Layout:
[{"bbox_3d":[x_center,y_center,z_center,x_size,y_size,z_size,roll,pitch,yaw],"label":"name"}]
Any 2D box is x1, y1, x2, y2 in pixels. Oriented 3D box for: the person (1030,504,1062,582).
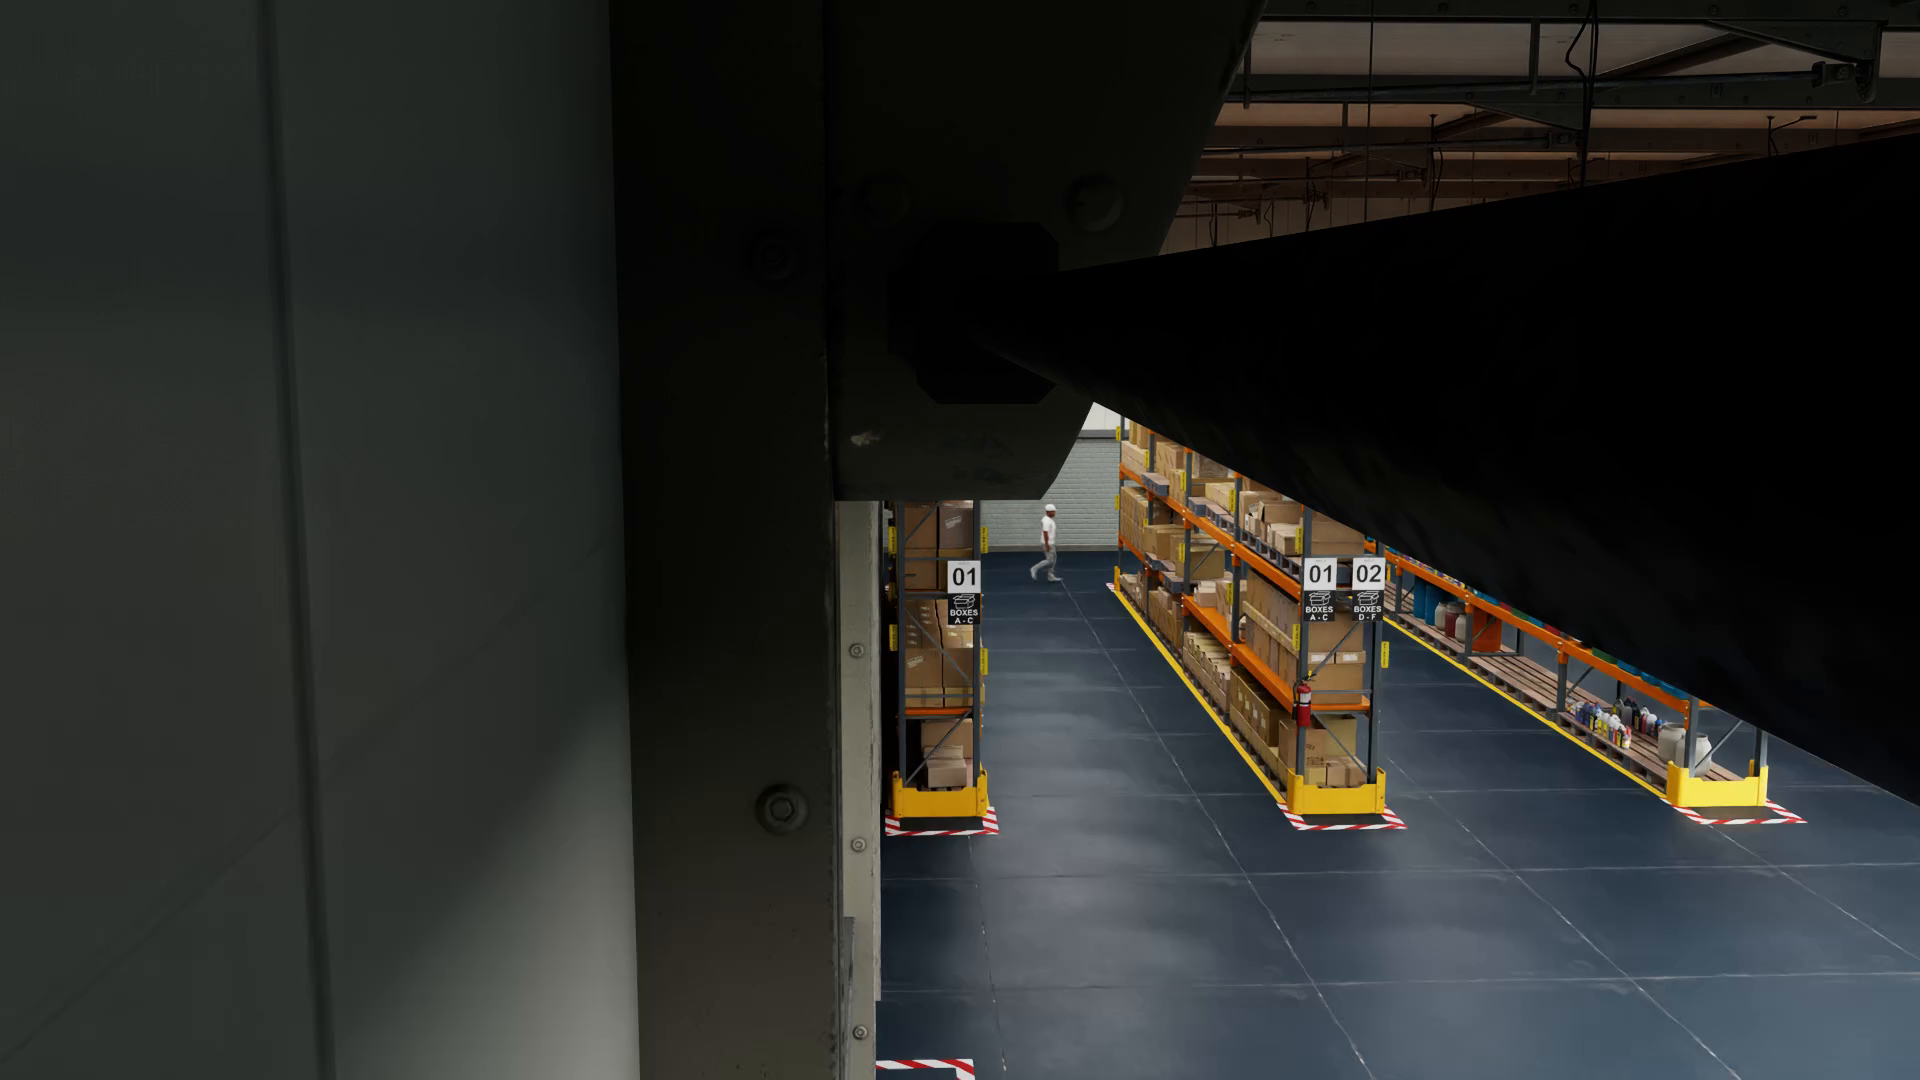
[{"bbox_3d":[1.936,0.073,37.411,0.690,1.761,0.628,2,8,10],"label":"person"}]
